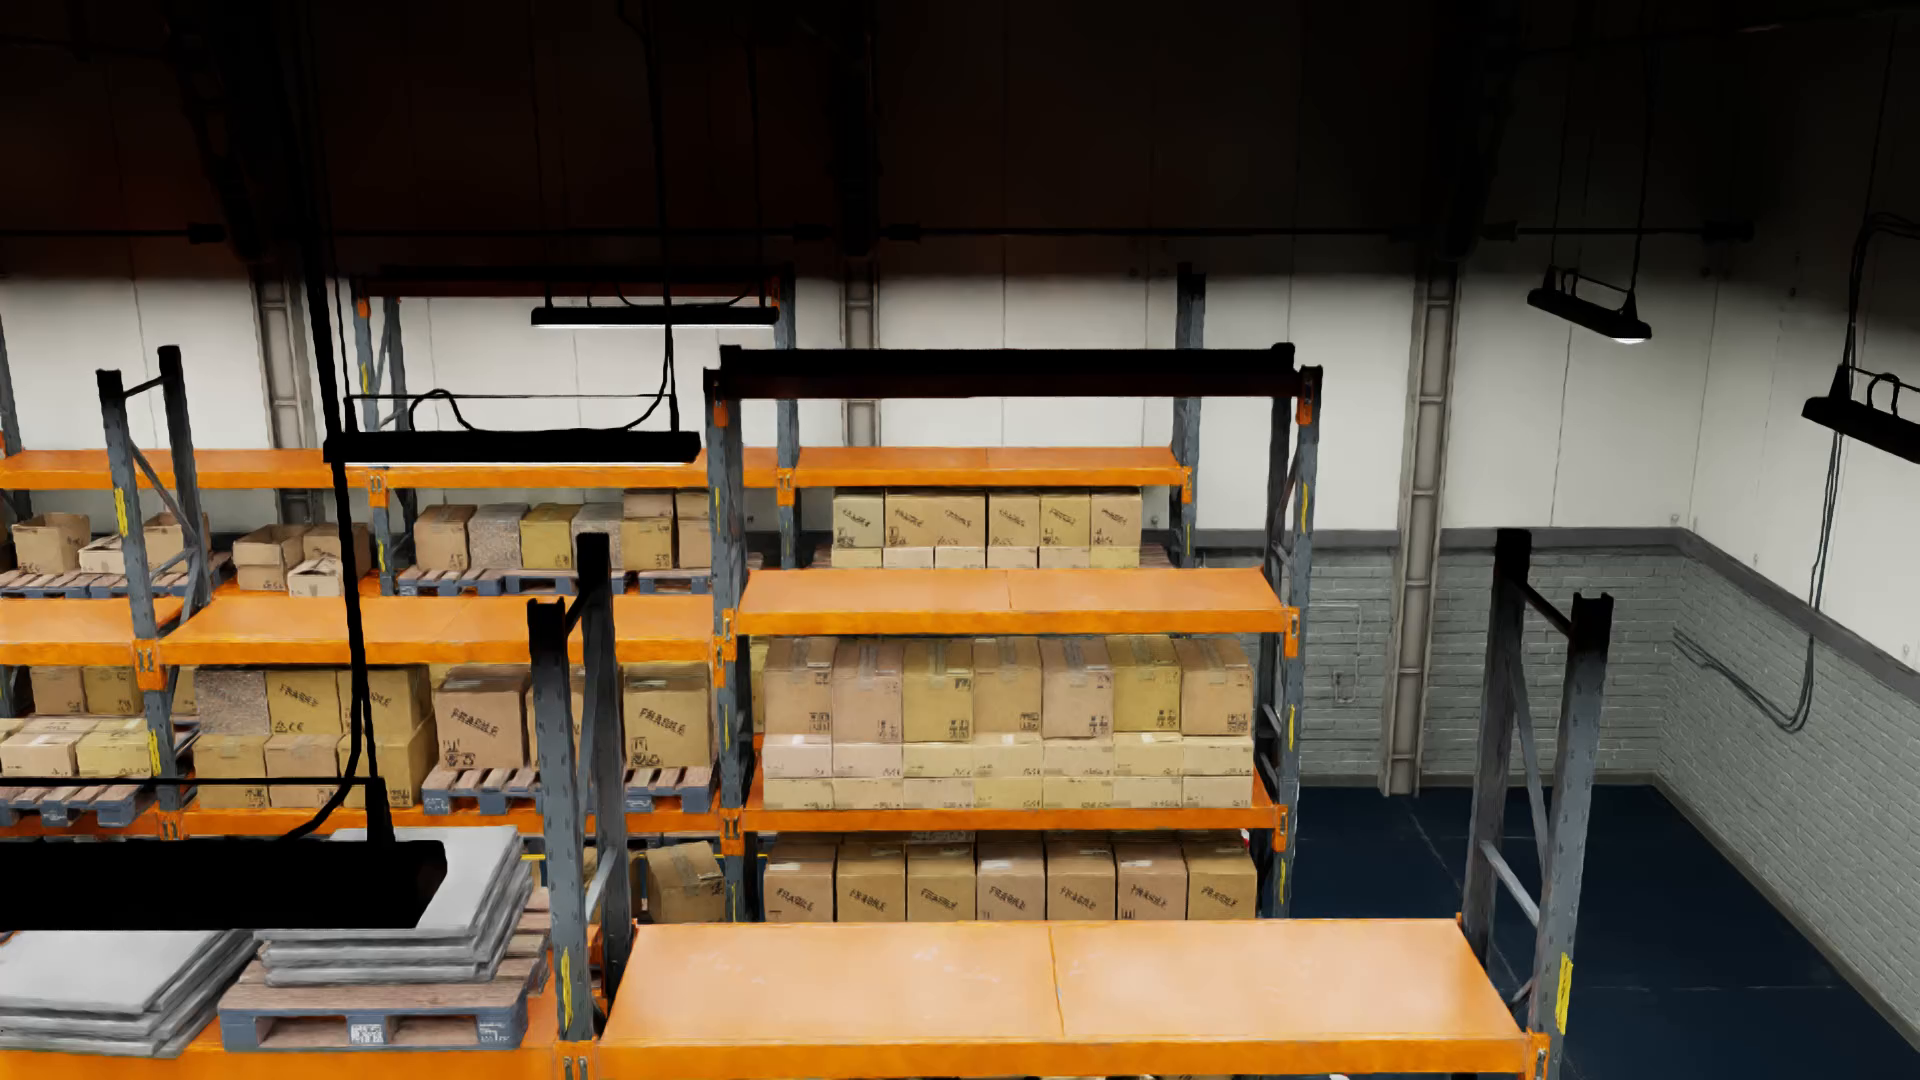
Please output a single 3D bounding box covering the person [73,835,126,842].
[{"bbox_3d":[-8.386,2.735,16.127,0.833,1.703,0.710,-5,17,-16],"label":"person"}]
